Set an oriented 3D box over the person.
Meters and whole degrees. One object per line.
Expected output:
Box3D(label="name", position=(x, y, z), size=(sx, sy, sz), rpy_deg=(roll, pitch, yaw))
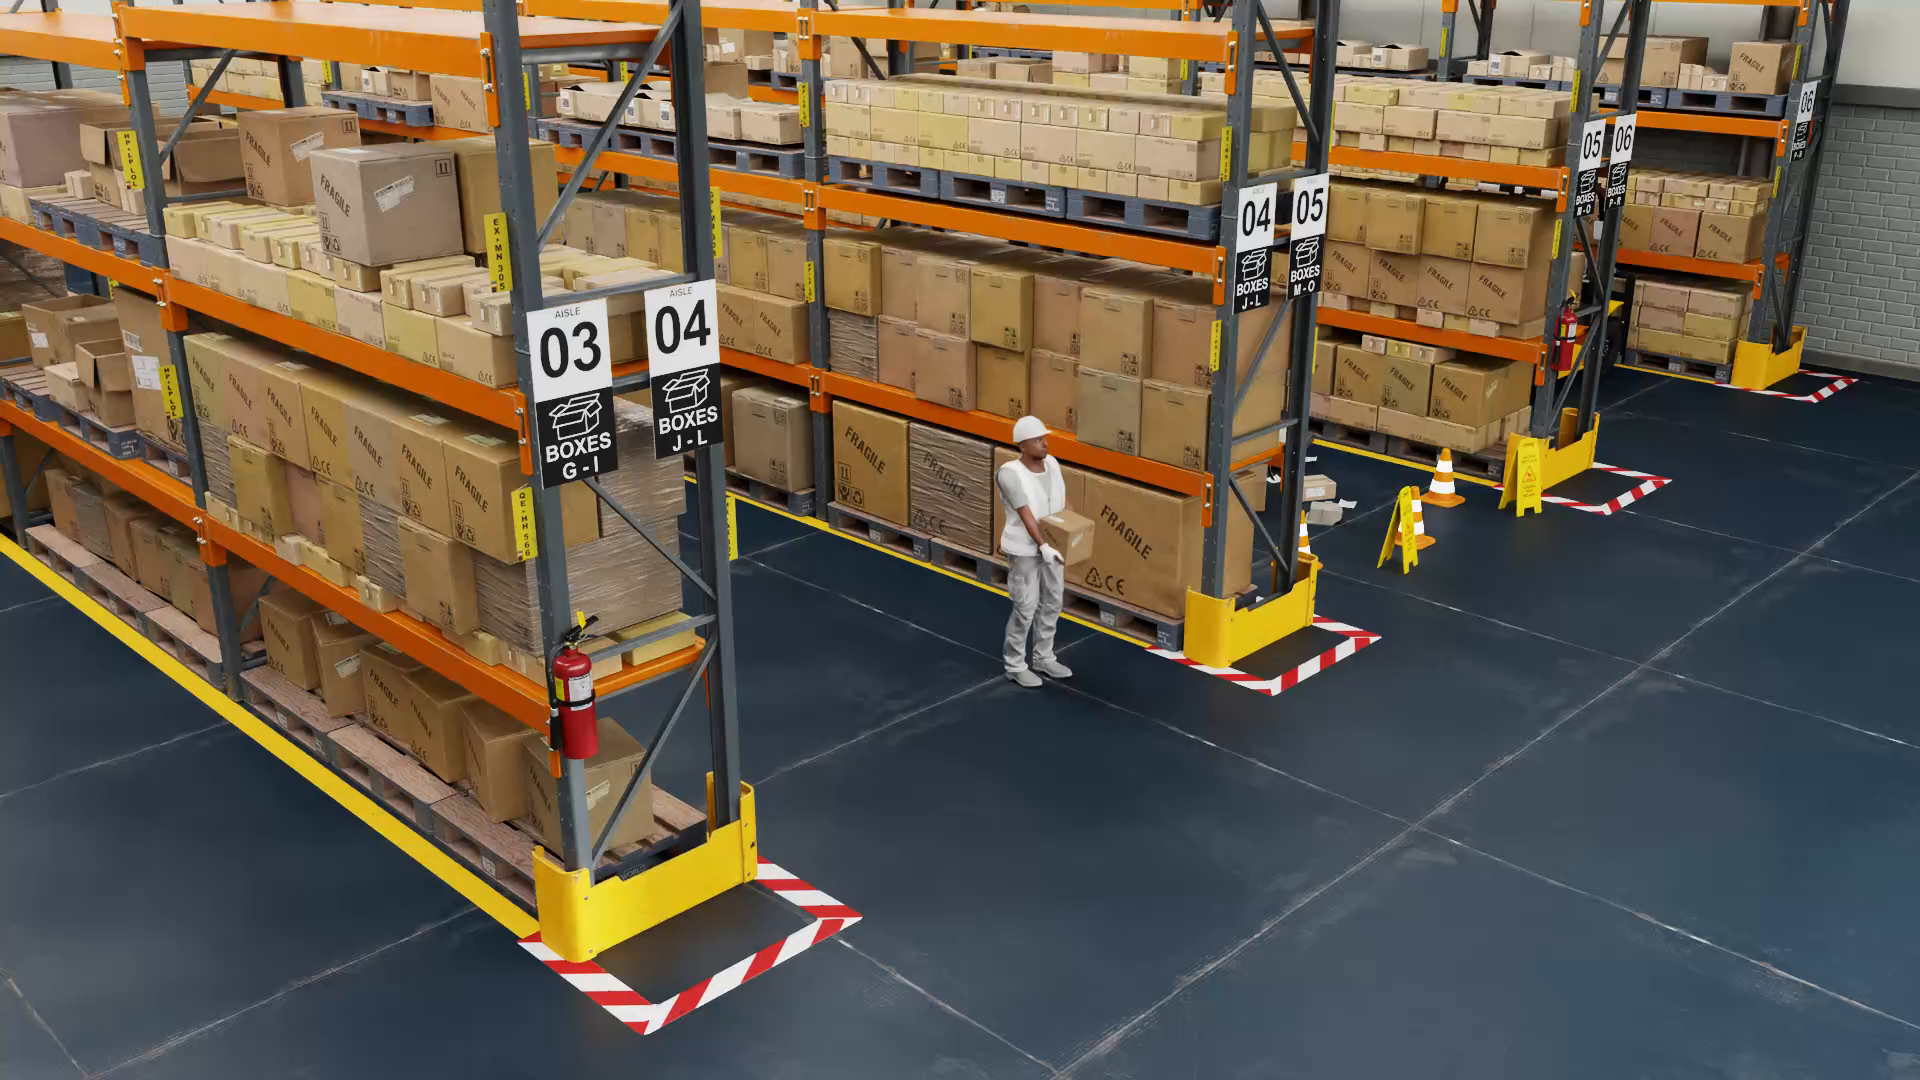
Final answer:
Box3D(label="person", position=(0.555, 0.086, 10.825), size=(0.575, 1.778, 0.487), rpy_deg=(19, 27, 41))
